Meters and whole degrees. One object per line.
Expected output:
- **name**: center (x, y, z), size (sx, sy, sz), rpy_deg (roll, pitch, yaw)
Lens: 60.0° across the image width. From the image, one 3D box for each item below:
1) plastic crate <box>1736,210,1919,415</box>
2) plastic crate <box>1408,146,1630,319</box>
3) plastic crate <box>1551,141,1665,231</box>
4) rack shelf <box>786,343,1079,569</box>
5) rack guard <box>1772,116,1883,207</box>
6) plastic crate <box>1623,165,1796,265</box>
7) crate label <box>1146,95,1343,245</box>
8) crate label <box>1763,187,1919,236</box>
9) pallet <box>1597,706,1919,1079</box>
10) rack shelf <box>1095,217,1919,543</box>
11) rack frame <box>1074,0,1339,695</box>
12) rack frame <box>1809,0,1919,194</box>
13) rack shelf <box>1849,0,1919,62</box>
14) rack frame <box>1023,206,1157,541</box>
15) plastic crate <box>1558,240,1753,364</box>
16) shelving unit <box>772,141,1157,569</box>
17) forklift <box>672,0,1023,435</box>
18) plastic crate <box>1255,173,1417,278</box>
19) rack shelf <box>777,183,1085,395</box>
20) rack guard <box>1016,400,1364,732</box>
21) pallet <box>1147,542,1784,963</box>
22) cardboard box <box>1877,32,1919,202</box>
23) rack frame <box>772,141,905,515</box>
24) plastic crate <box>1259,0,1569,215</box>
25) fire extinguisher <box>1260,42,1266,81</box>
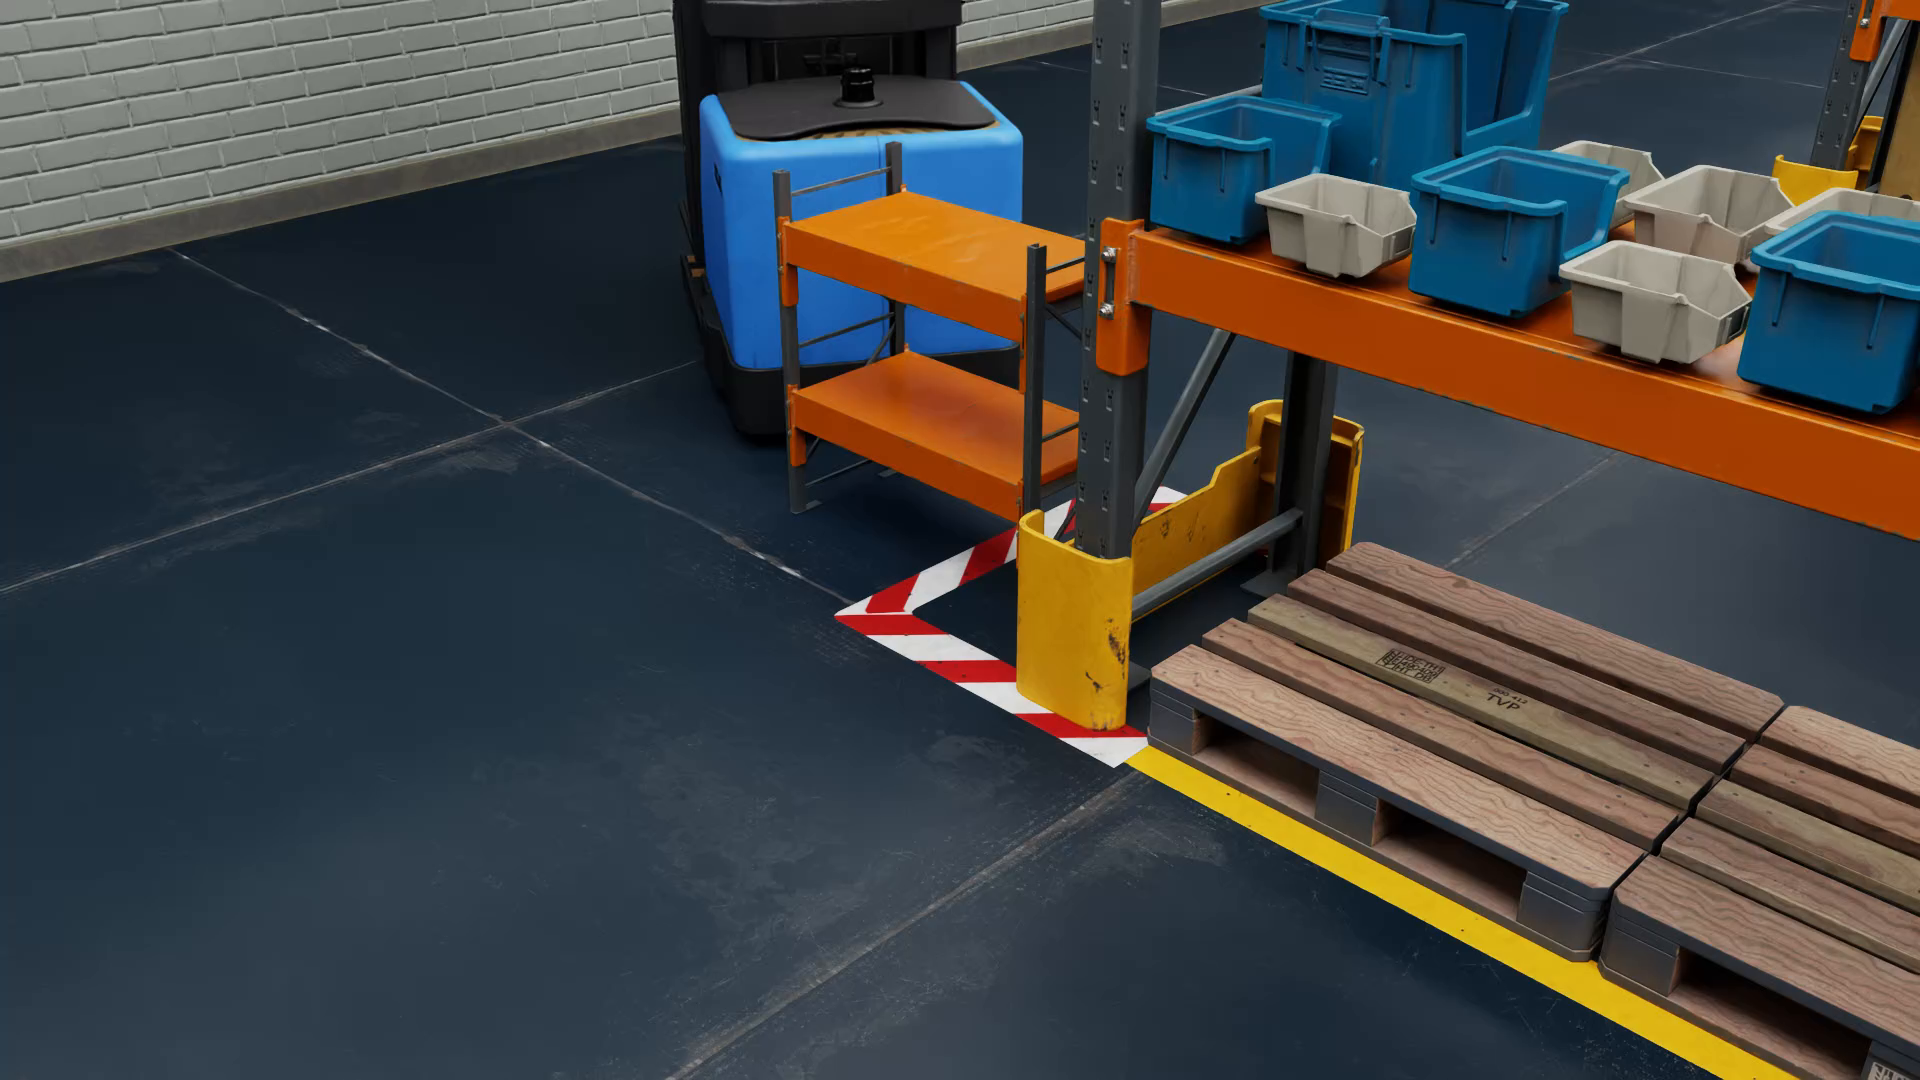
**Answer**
- **plastic crate**: center (1.568, -0.397, 2.897), size (0.300, 0.233, 0.416), rpy_deg (25, 36, 38)
- **plastic crate**: center (1.098, -0.612, 3.306), size (0.300, 0.233, 0.416), rpy_deg (25, 36, 38)
- **plastic crate**: center (1.392, -0.768, 3.706), size (0.243, 0.136, 0.396), rpy_deg (25, 36, 38)
- **rack shelf**: center (-0.005, -0.284, 5.106), size (1.000, 0.278, 0.538), rpy_deg (25, 36, 38)
- **rack guard**: center (4.139, -1.609, 7.773), size (0.348, 0.500, 1.175), rpy_deg (25, 36, 38)
- **plastic crate**: center (1.588, -0.668, 3.517), size (0.243, 0.136, 0.396), rpy_deg (25, 36, 38)
- **crate label**: center (0.629, -0.827, 3.714), size (0.303, 0.233, 0.416), rpy_deg (25, 36, 38)
- **crate label**: center (1.804, -0.586, 3.360), size (0.243, 0.136, 0.396), rpy_deg (25, 36, 38)
- **pallet**: center (2.110, 0.850, 3.406), size (1.213, 0.211, 1.003), rpy_deg (25, 36, 38)
- **rack shelf**: center (2.110, -0.093, 2.977), size (4.000, 0.370, 1.077), rpy_deg (25, 36, 38)
- **rack frame**: center (0.683, -1.064, 4.050), size (0.127, 3.000, 1.000), rpy_deg (25, 36, 38)
- **rack frame**: center (4.156, -2.708, 7.176), size (0.127, 3.000, 1.000), rpy_deg (25, 36, 38)
- **rack shelf**: center (5.582, -1.737, 6.103), size (4.000, 0.370, 1.077), rpy_deg (25, 36, 38)
- **rack frame**: center (0.358, -0.334, 4.677), size (0.032, 1.125, 0.500), rpy_deg (25, 36, 38)
- **plastic crate**: center (1.283, -0.430, 3.065), size (0.298, 0.136, 0.250), rpy_deg (25, 36, 38)
- **shelving unit**: center (-0.005, -0.500, 4.992), size (1.048, 1.125, 0.538), rpy_deg (25, 36, 38)
- **forklift**: center (-0.610, -2.332, 6.536), size (1.130, 2.935, 3.031), rpy_deg (-6, 28, -12)
- **plastic crate**: center (0.799, -0.652, 3.485), size (0.298, 0.136, 0.250), rpy_deg (25, 36, 38)
- **rack shelf**: center (-0.005, -0.759, 4.856), size (1.000, 0.278, 0.538), rpy_deg (25, 36, 38)
- **rack guard**: center (0.657, 0.039, 4.639), size (0.348, 0.500, 1.175), rpy_deg (25, 36, 38)
- **pallet**: center (1.244, 0.452, 4.163), size (1.213, 0.211, 1.003), rpy_deg (25, 36, 38)
- **cardboard box**: center (4.668, -1.771, 7.226), size (0.875, 0.875, 0.875), rpy_deg (25, 36, 38)
- **rack frame**: center (-0.367, -0.666, 5.308), size (0.032, 1.125, 0.500), rpy_deg (25, 36, 38)
- **plastic crate**: center (1.053, -1.059, 3.938), size (0.499, 0.435, 0.616), rpy_deg (25, 36, 38)
- **fire extinguisher**: center (0.894, -1.065, 4.536), size (0.183, 0.674, 0.296), rpy_deg (25, 36, 38)
